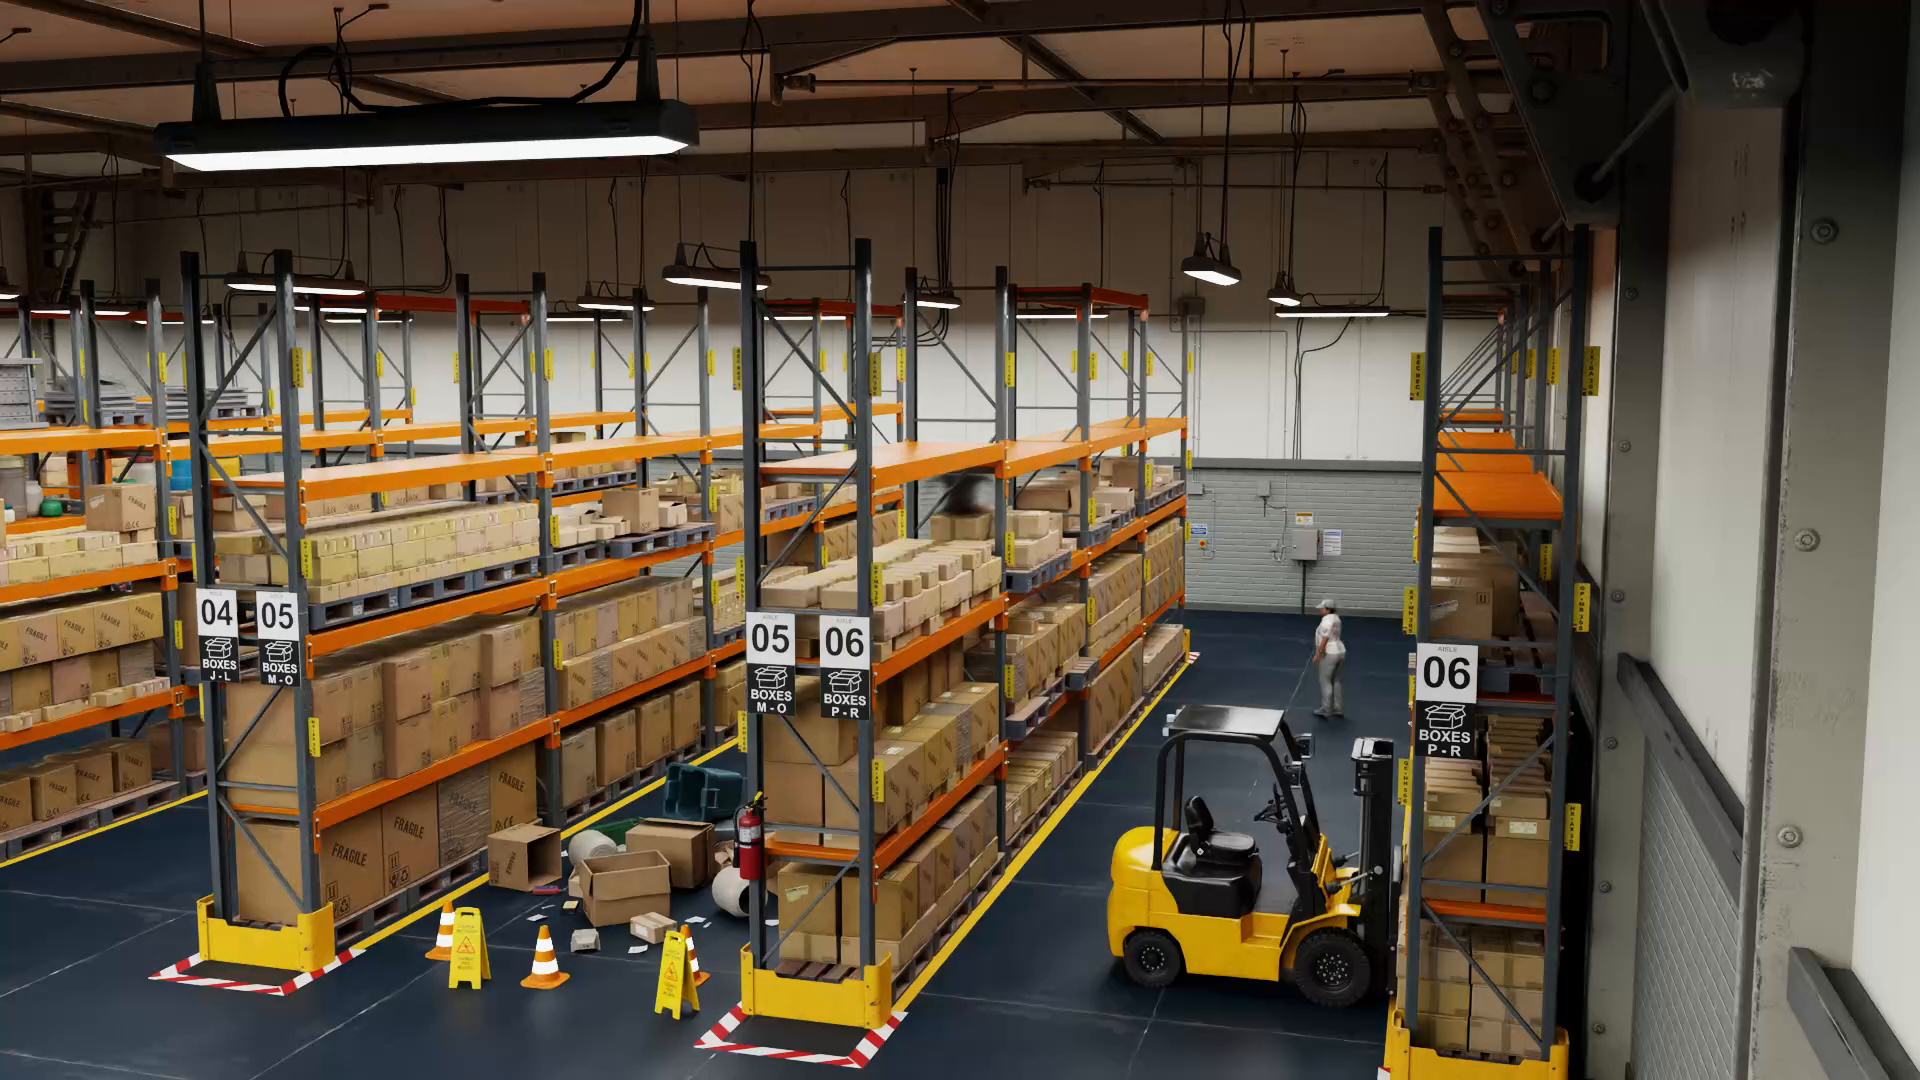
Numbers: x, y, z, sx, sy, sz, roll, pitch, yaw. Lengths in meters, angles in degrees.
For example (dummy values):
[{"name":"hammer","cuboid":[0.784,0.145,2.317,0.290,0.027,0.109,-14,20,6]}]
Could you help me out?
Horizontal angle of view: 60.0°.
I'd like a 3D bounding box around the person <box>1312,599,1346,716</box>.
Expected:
[{"name":"person","cuboid":[5.289,1.683,23.817,0.434,1.677,0.505,4,8,35]}]
